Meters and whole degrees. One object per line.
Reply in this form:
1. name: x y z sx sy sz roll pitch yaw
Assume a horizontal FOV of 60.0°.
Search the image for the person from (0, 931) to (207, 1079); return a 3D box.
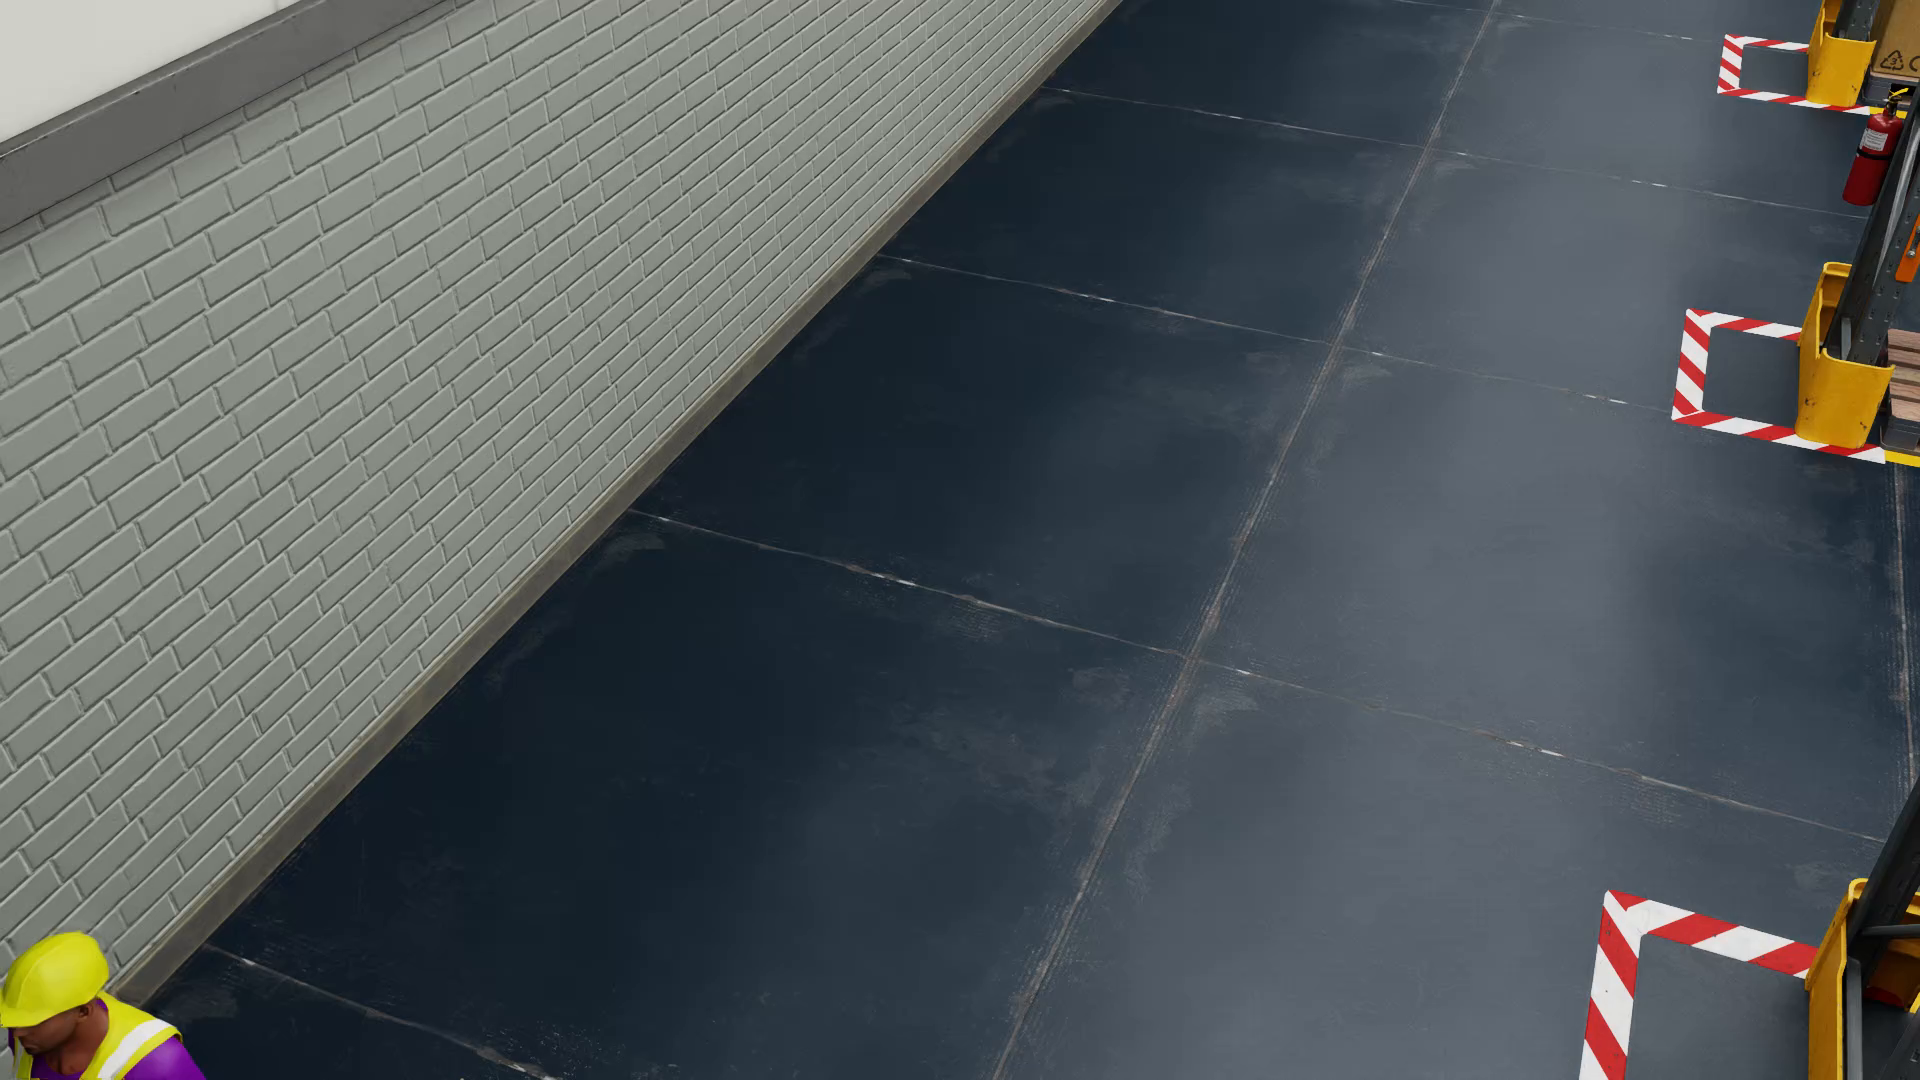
1. person: -2.295 1.712 4.562 0.570 1.730 1.021 20 42 24
